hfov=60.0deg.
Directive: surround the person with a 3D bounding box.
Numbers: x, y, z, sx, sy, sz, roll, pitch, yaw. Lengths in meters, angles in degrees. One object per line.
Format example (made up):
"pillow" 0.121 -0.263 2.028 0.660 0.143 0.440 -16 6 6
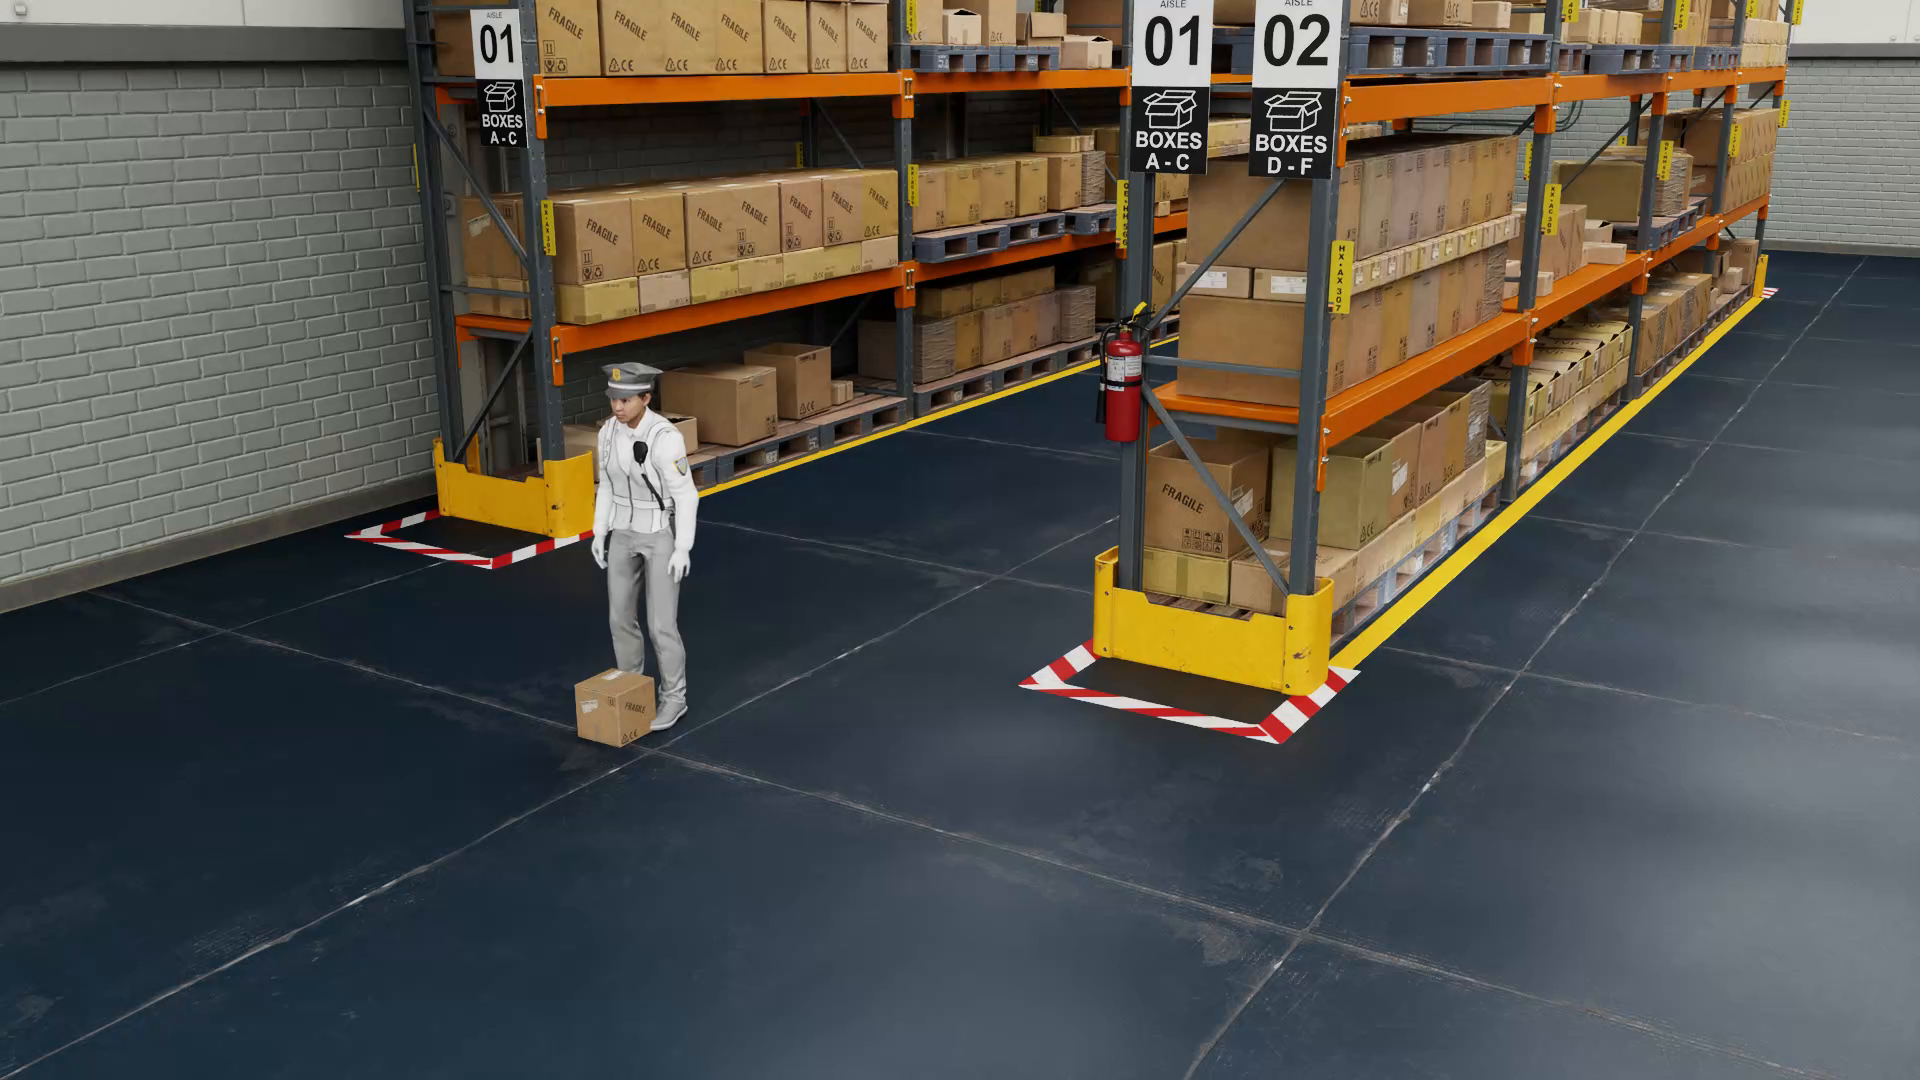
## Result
"person" -1.419 0.015 7.470 0.547 1.666 0.371 9 18 27
